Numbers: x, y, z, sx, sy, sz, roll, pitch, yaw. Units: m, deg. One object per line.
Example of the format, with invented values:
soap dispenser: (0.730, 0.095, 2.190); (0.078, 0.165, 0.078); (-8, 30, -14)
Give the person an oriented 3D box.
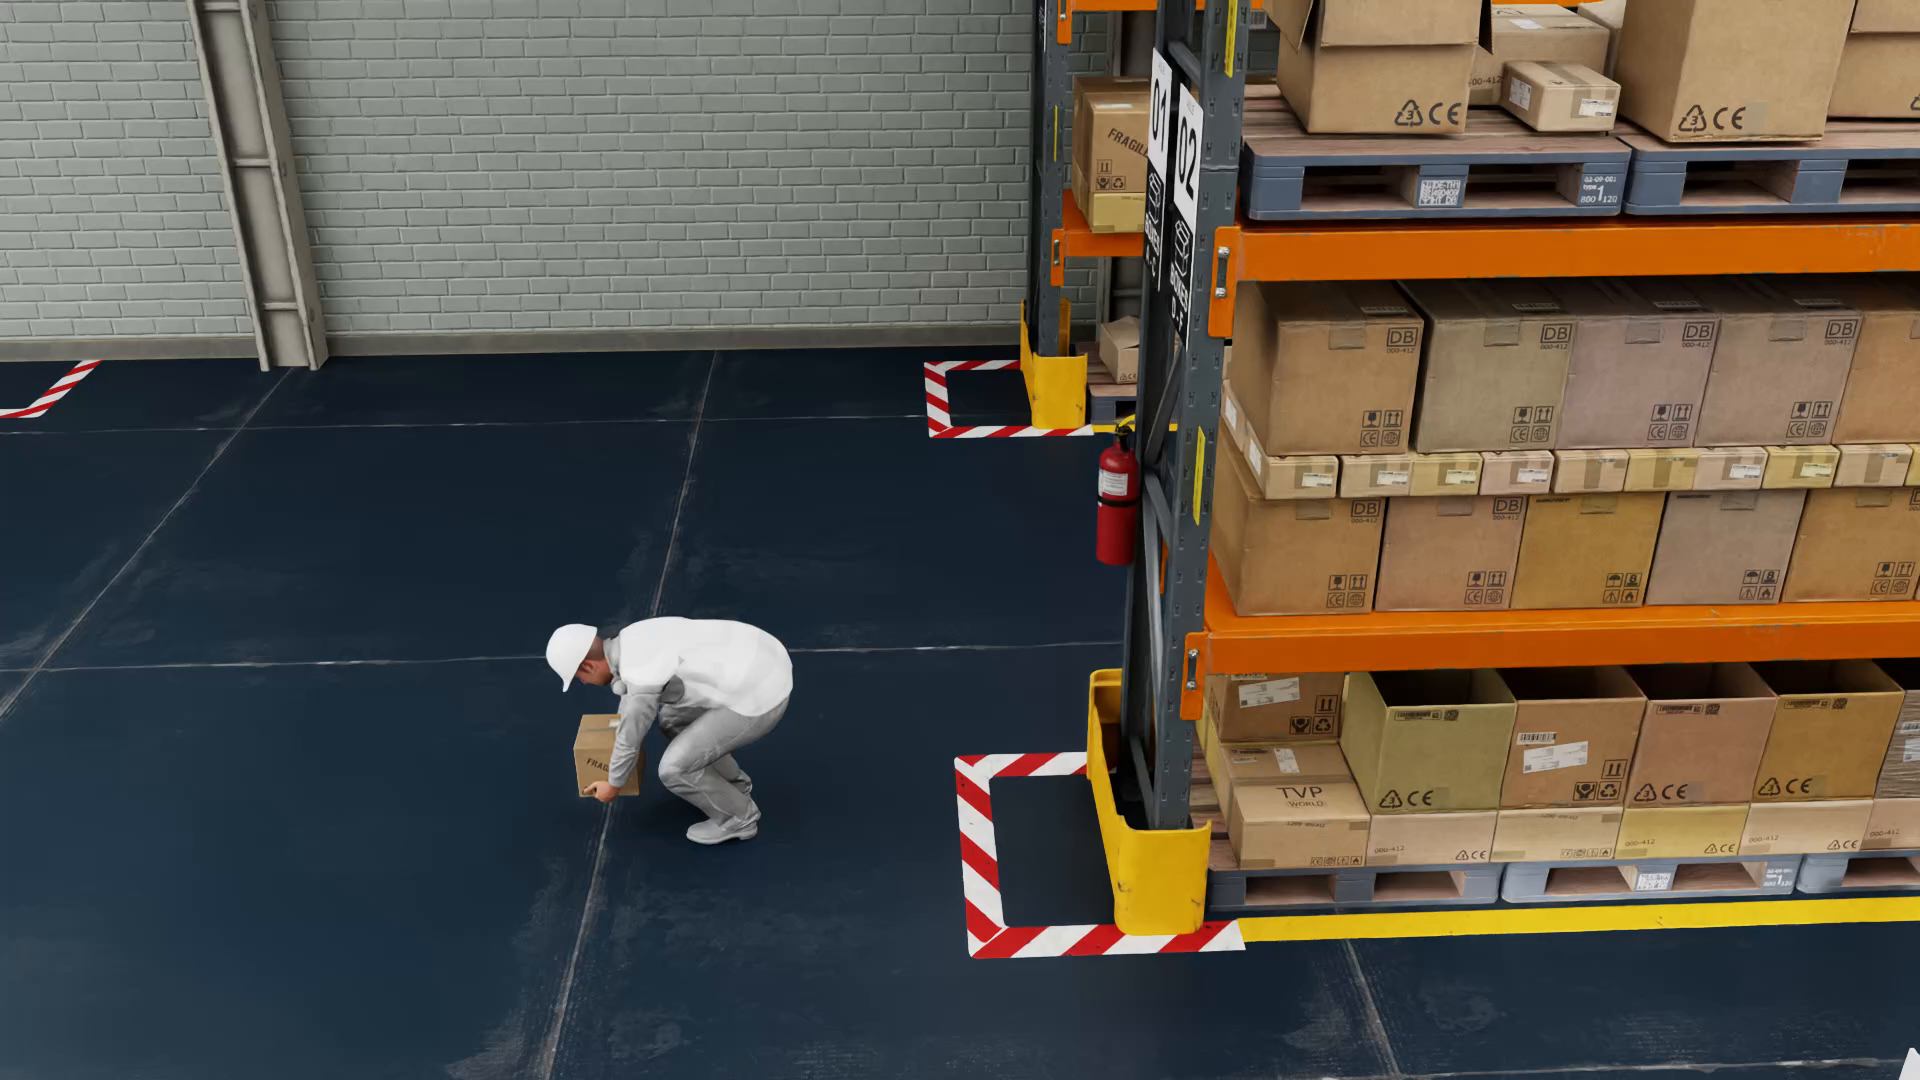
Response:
person: (-1.184, 0.770, 6.958); (0.986, 0.989, 0.513); (-2, 27, -5)
